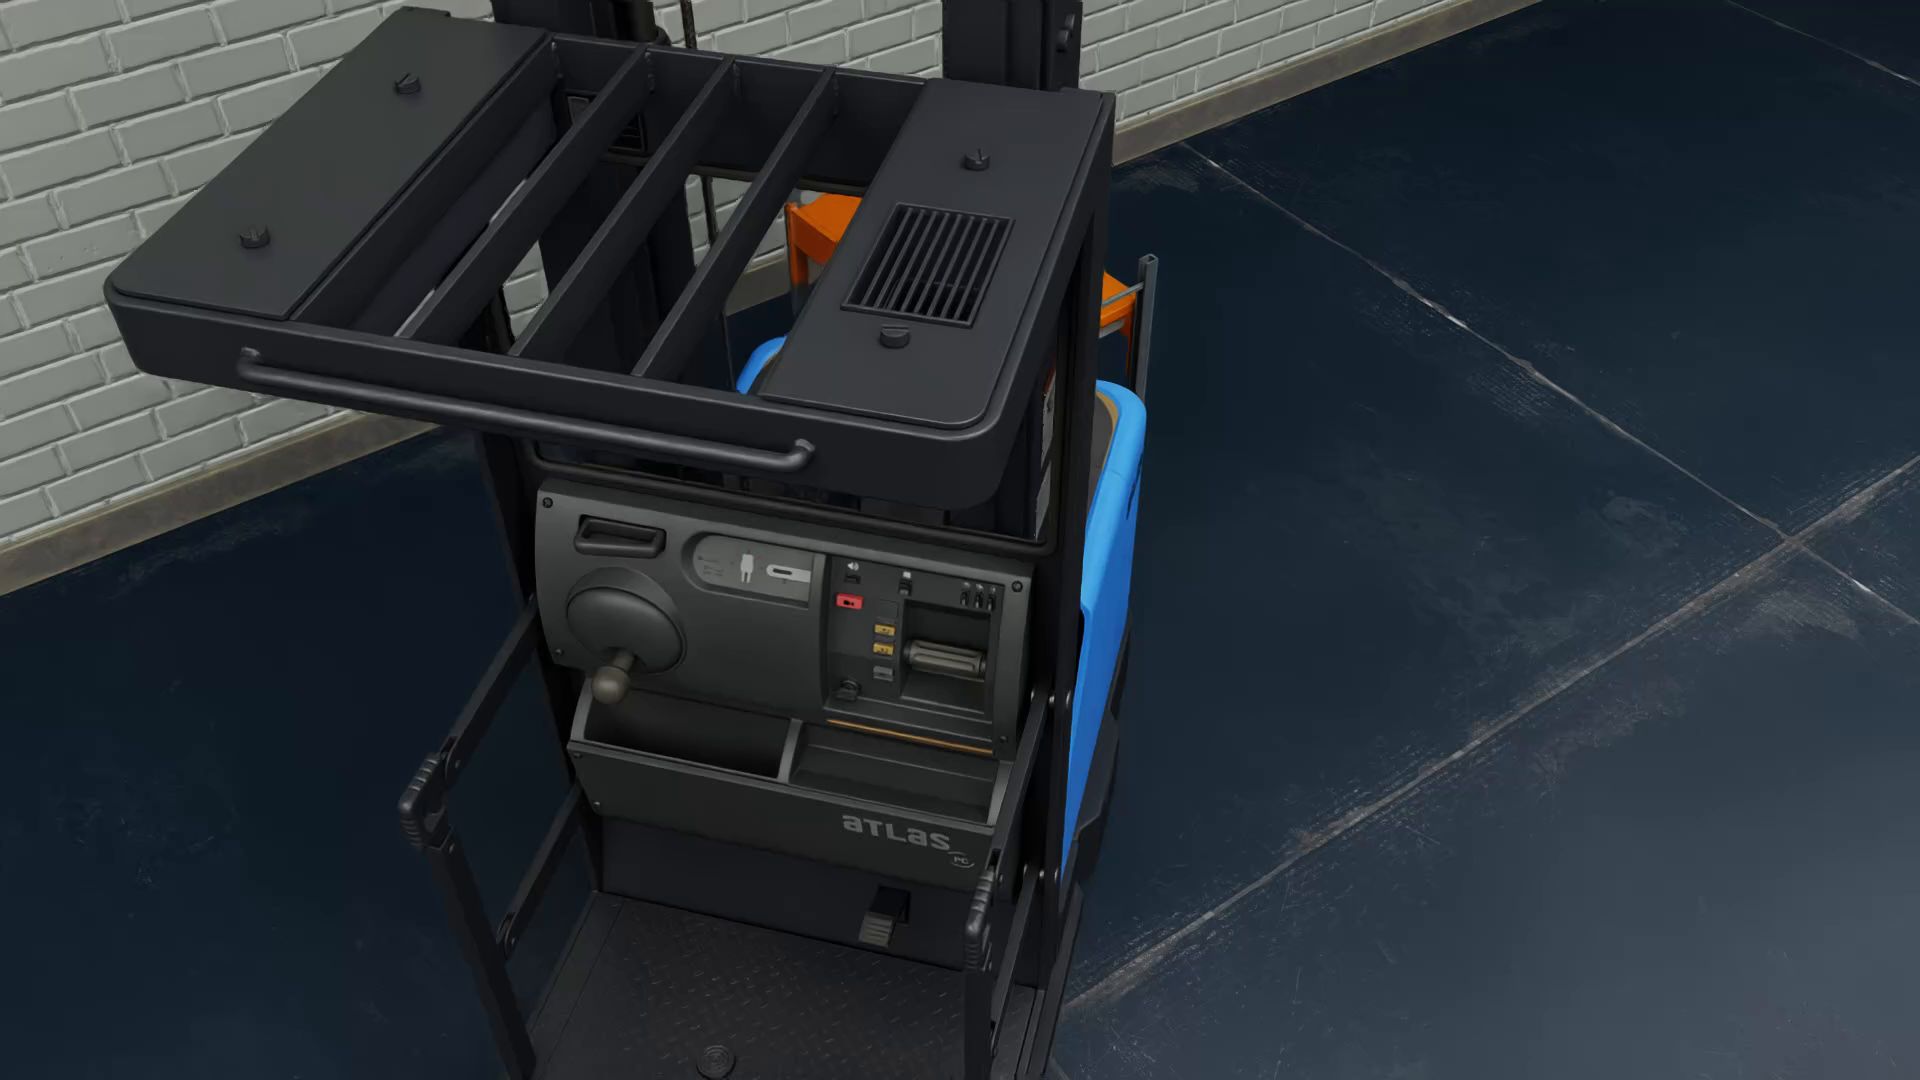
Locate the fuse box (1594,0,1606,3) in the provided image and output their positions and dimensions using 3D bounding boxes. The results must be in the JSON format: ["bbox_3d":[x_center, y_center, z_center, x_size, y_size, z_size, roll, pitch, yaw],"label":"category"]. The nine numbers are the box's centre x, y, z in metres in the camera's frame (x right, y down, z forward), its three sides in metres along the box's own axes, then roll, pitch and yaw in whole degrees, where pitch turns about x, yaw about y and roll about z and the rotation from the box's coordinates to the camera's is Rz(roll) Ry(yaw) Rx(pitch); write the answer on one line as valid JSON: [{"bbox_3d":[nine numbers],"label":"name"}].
[{"bbox_3d":[3.099,-3.199,7.361,0.539,1.711,0.414,-26,49,-24],"label":"fuse box"}]

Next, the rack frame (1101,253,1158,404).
[{"bbox_3d":[0.321,-0.240,4.687,0.500,1.125,0.032,-29,51,-27],"label":"rack frame"}]

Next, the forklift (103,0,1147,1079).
[{"bbox_3d":[-0.384,0.241,2.875,1.130,2.935,3.031,10,45,10],"label":"forklift"}]

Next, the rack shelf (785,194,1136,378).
[{"bbox_3d":[0.005,-0.727,4.773,0.538,0.278,1.000,-29,51,-27],"label":"rack shelf"}]

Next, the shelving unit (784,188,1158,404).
[{"bbox_3d":[0.005,-0.515,4.975,0.538,1.125,1.048,-29,51,-27],"label":"shelving unit"}]

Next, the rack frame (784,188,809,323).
[{"bbox_3d":[-0.311,-0.790,5.263,0.500,1.125,0.032,-29,51,-27],"label":"rack frame"}]
